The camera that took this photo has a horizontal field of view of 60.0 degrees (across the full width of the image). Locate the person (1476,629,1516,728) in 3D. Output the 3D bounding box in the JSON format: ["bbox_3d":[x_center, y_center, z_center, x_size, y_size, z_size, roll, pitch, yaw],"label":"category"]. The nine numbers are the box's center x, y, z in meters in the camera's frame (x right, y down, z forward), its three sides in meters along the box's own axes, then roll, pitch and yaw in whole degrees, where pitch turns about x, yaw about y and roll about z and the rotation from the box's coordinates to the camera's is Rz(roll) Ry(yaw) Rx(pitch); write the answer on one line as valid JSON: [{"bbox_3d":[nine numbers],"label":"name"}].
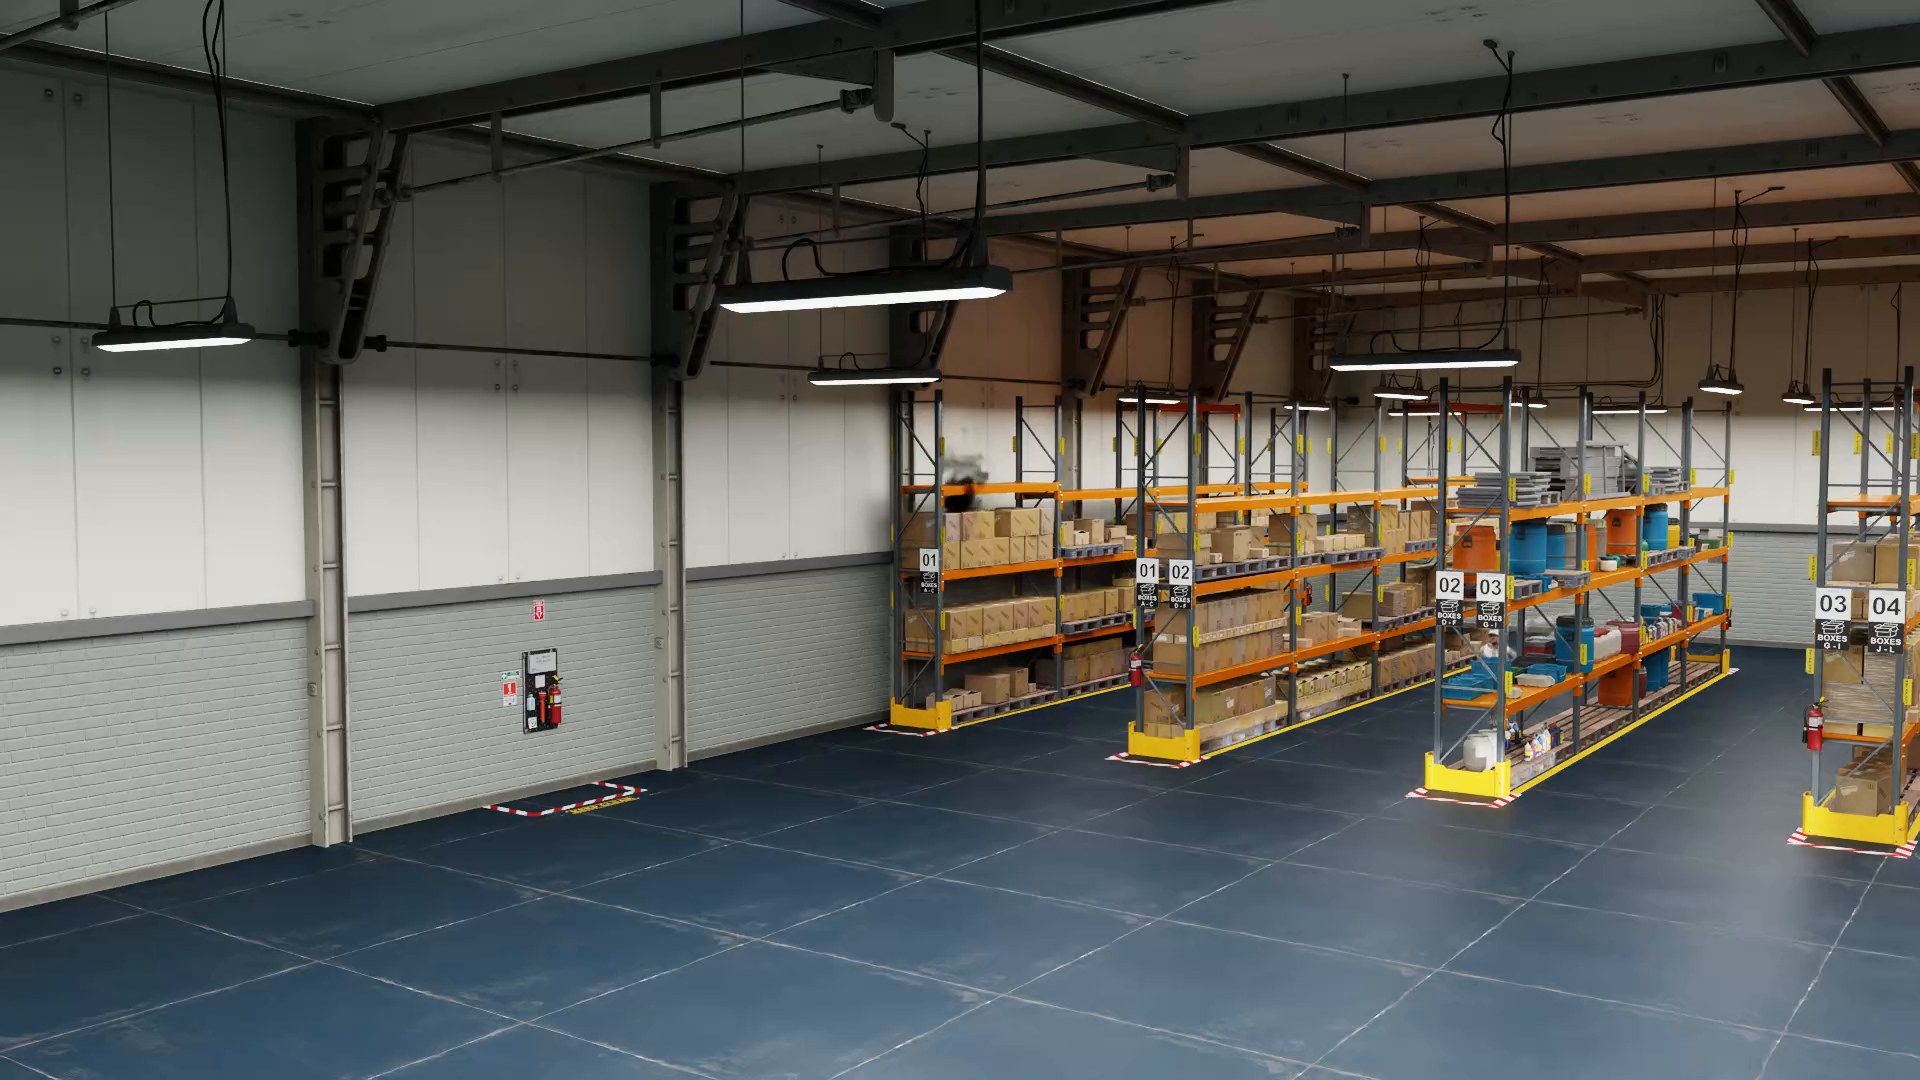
[{"bbox_3d":[9.454,2.467,29.440,0.637,1.817,0.711,2,4,34],"label":"person"}]
